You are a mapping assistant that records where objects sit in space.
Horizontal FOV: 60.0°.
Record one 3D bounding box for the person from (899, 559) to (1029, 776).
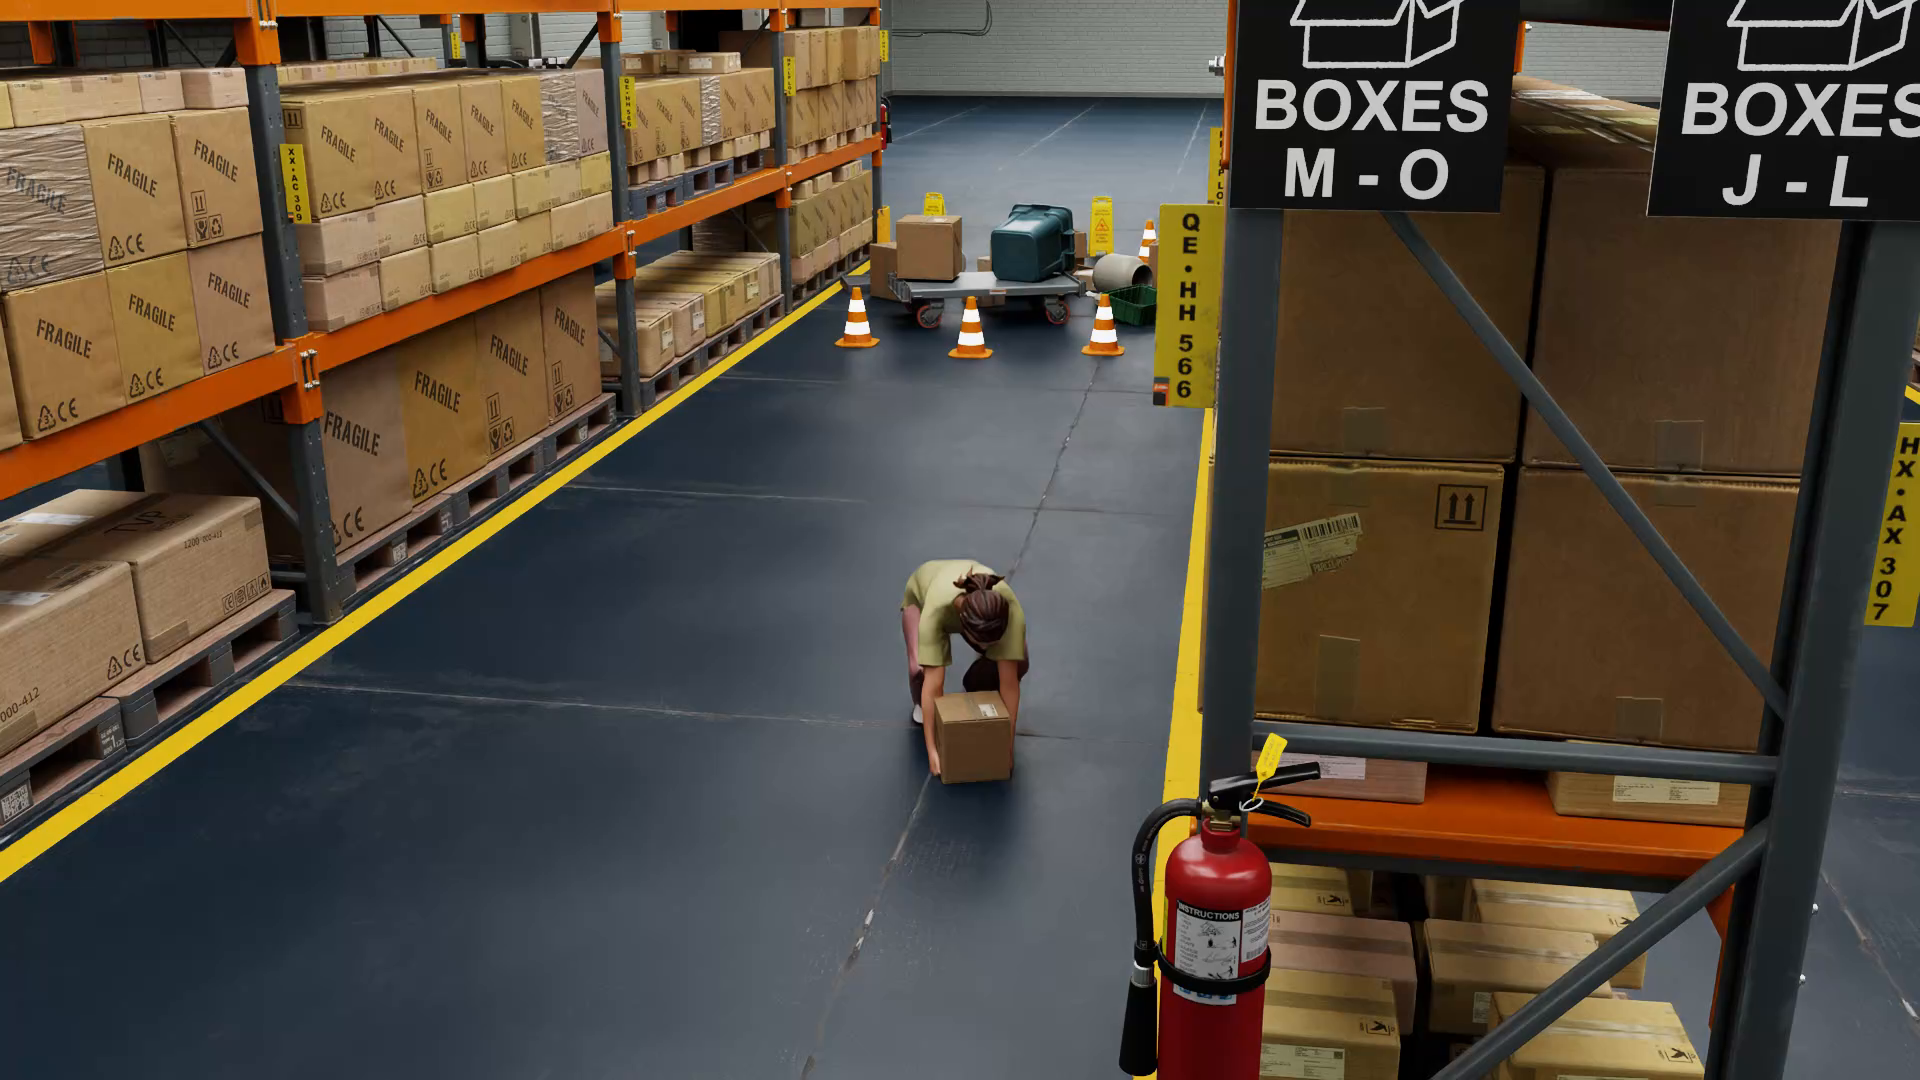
[{"bbox_3d":[0.020,0.425,6.389,0.467,0.763,0.864,-3,18,-10],"label":"person"}]
